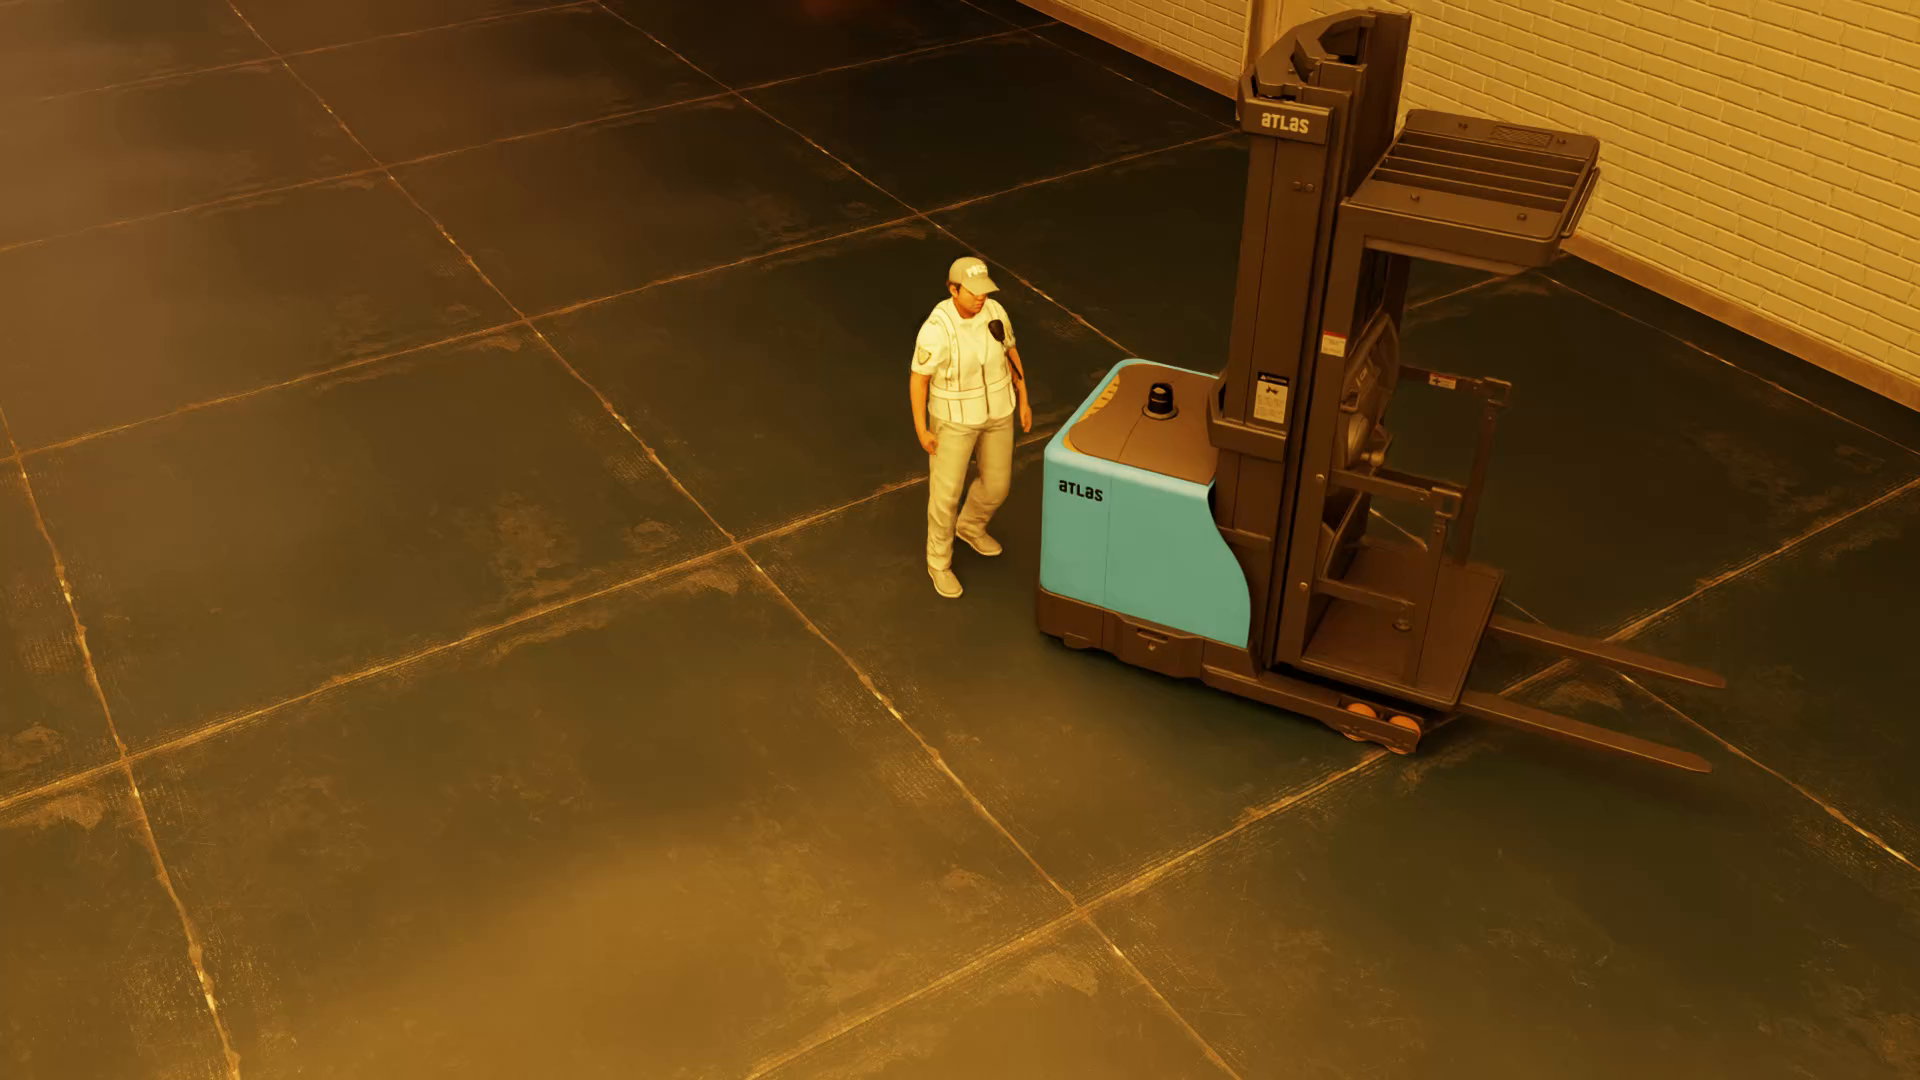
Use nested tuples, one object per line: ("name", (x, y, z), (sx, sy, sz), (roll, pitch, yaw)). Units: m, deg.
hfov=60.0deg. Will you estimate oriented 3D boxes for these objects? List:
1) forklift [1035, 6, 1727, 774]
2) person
("forklift", (1.917, -0.604, 7.007), (3.031, 2.935, 1.130), (16, 38, 21))
("person", (0.081, -0.566, 8.098), (0.614, 1.654, 0.540), (-16, 38, -22))
